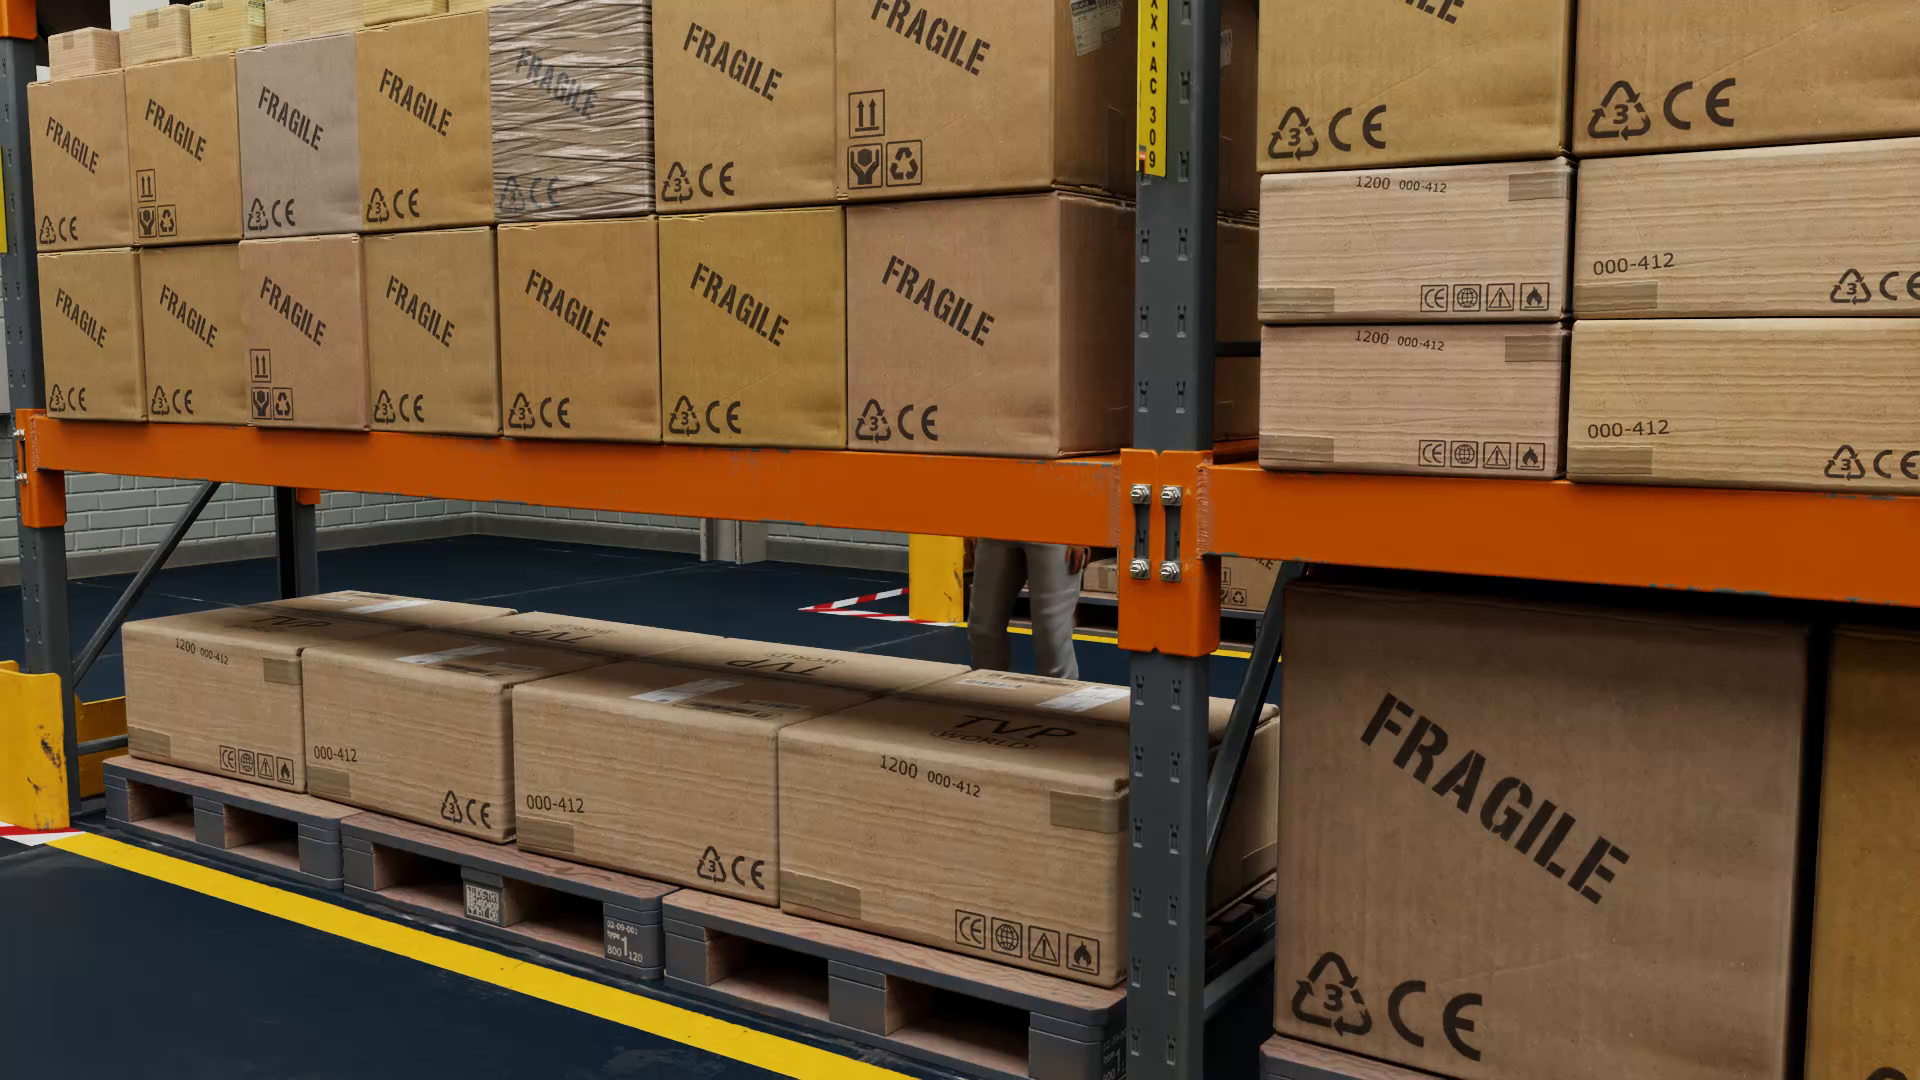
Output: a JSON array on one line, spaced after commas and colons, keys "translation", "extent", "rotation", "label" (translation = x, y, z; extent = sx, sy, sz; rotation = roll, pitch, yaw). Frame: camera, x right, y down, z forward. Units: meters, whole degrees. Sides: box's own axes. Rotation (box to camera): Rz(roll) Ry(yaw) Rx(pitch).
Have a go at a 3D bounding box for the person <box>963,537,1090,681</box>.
[{"translation": [0.236, -0.020, 6.167], "extent": [0.551, 1.664, 0.467], "rotation": [4, 7, 31], "label": "person"}]
